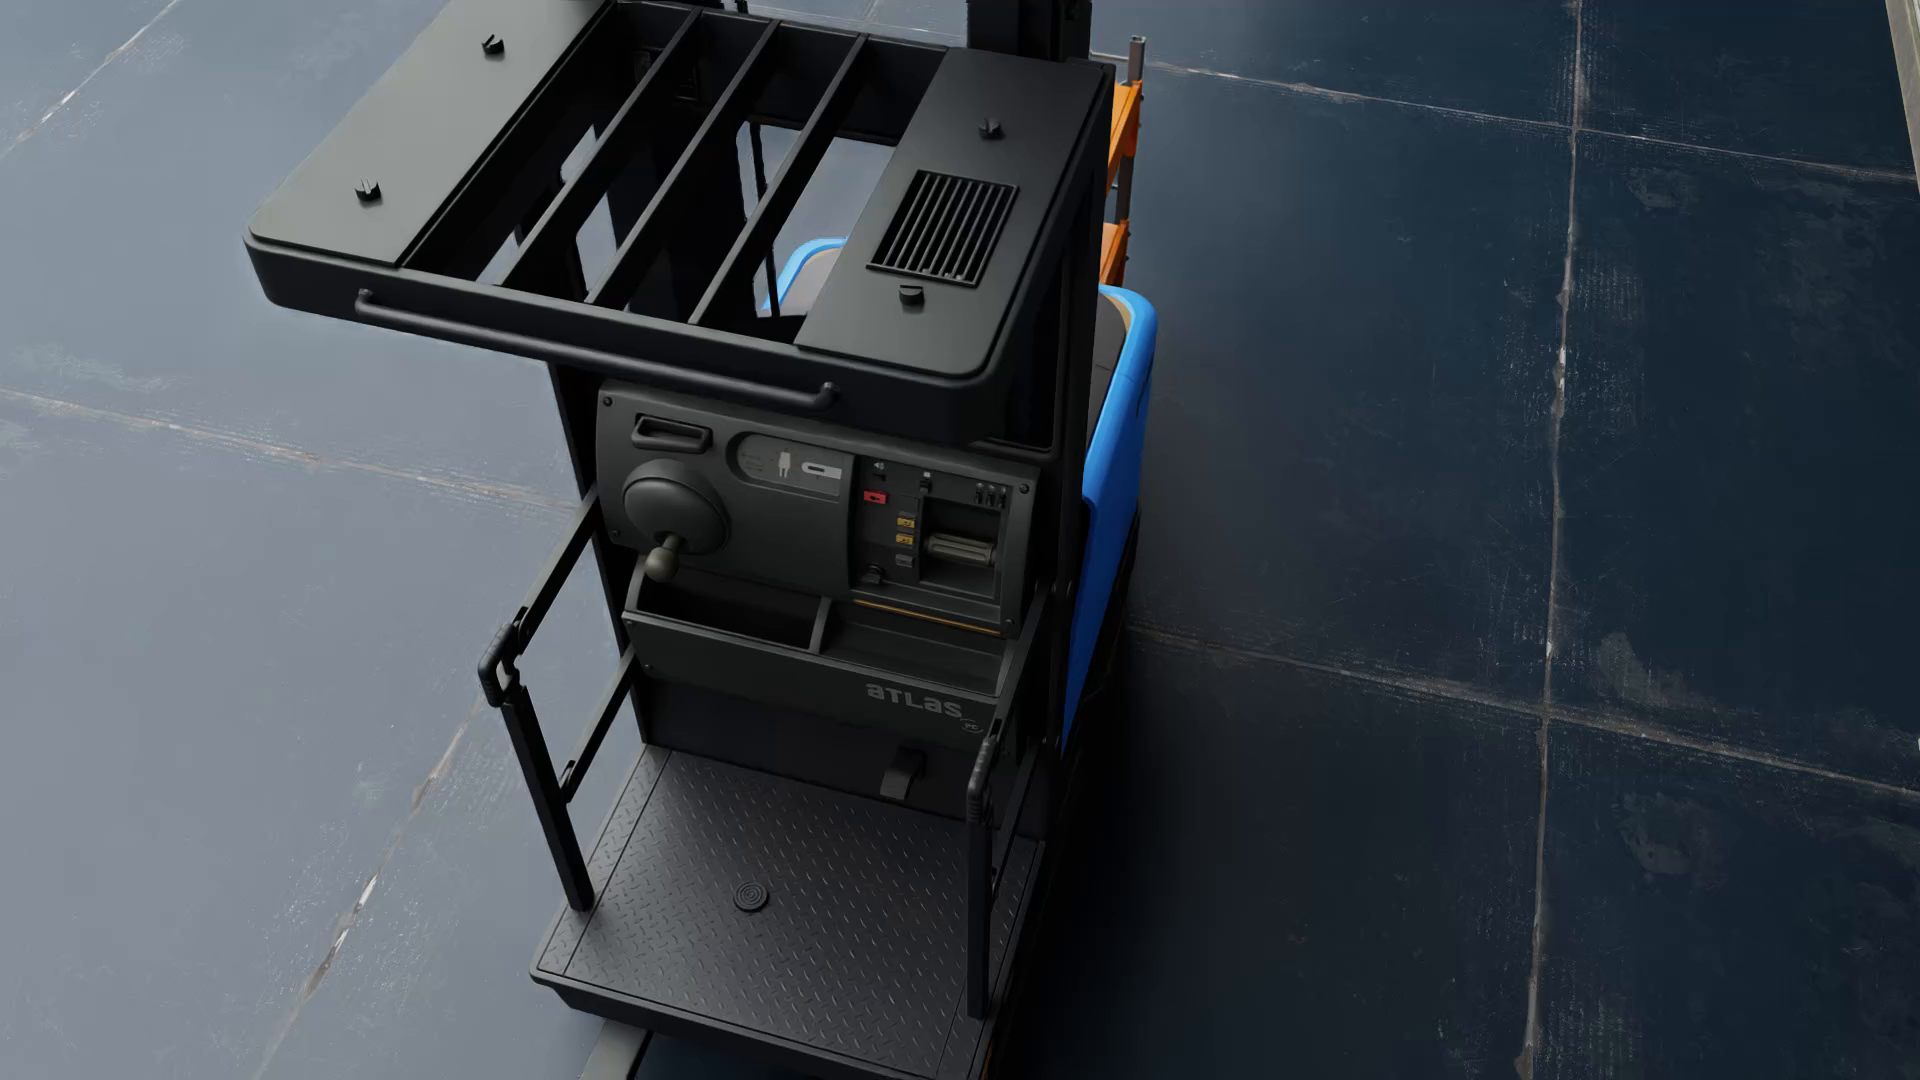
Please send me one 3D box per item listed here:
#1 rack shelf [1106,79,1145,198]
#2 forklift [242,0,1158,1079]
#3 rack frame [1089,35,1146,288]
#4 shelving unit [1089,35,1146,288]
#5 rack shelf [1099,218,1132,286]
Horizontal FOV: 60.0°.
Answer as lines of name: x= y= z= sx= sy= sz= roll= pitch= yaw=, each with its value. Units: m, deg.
rack shelf: x=0.186 y=-1.041 z=5.029 sx=0.538 sy=0.278 sz=1.000 roll=12 pitch=50 yaw=11
forklift: x=-0.362 y=0.049 z=3.252 sx=1.130 sy=2.935 sz=3.031 roll=12 pitch=50 yaw=11
rack frame: x=0.327 y=-1.214 z=5.571 sx=0.500 sy=1.125 sz=0.032 roll=12 pitch=50 yaw=11
shelving unit: x=0.186 y=-0.848 z=5.248 sx=0.538 sy=1.125 sz=1.048 roll=12 pitch=50 yaw=11
rack shelf: x=0.186 y=-0.686 z=5.431 sx=0.538 sy=0.278 sz=1.000 roll=12 pitch=50 yaw=11
